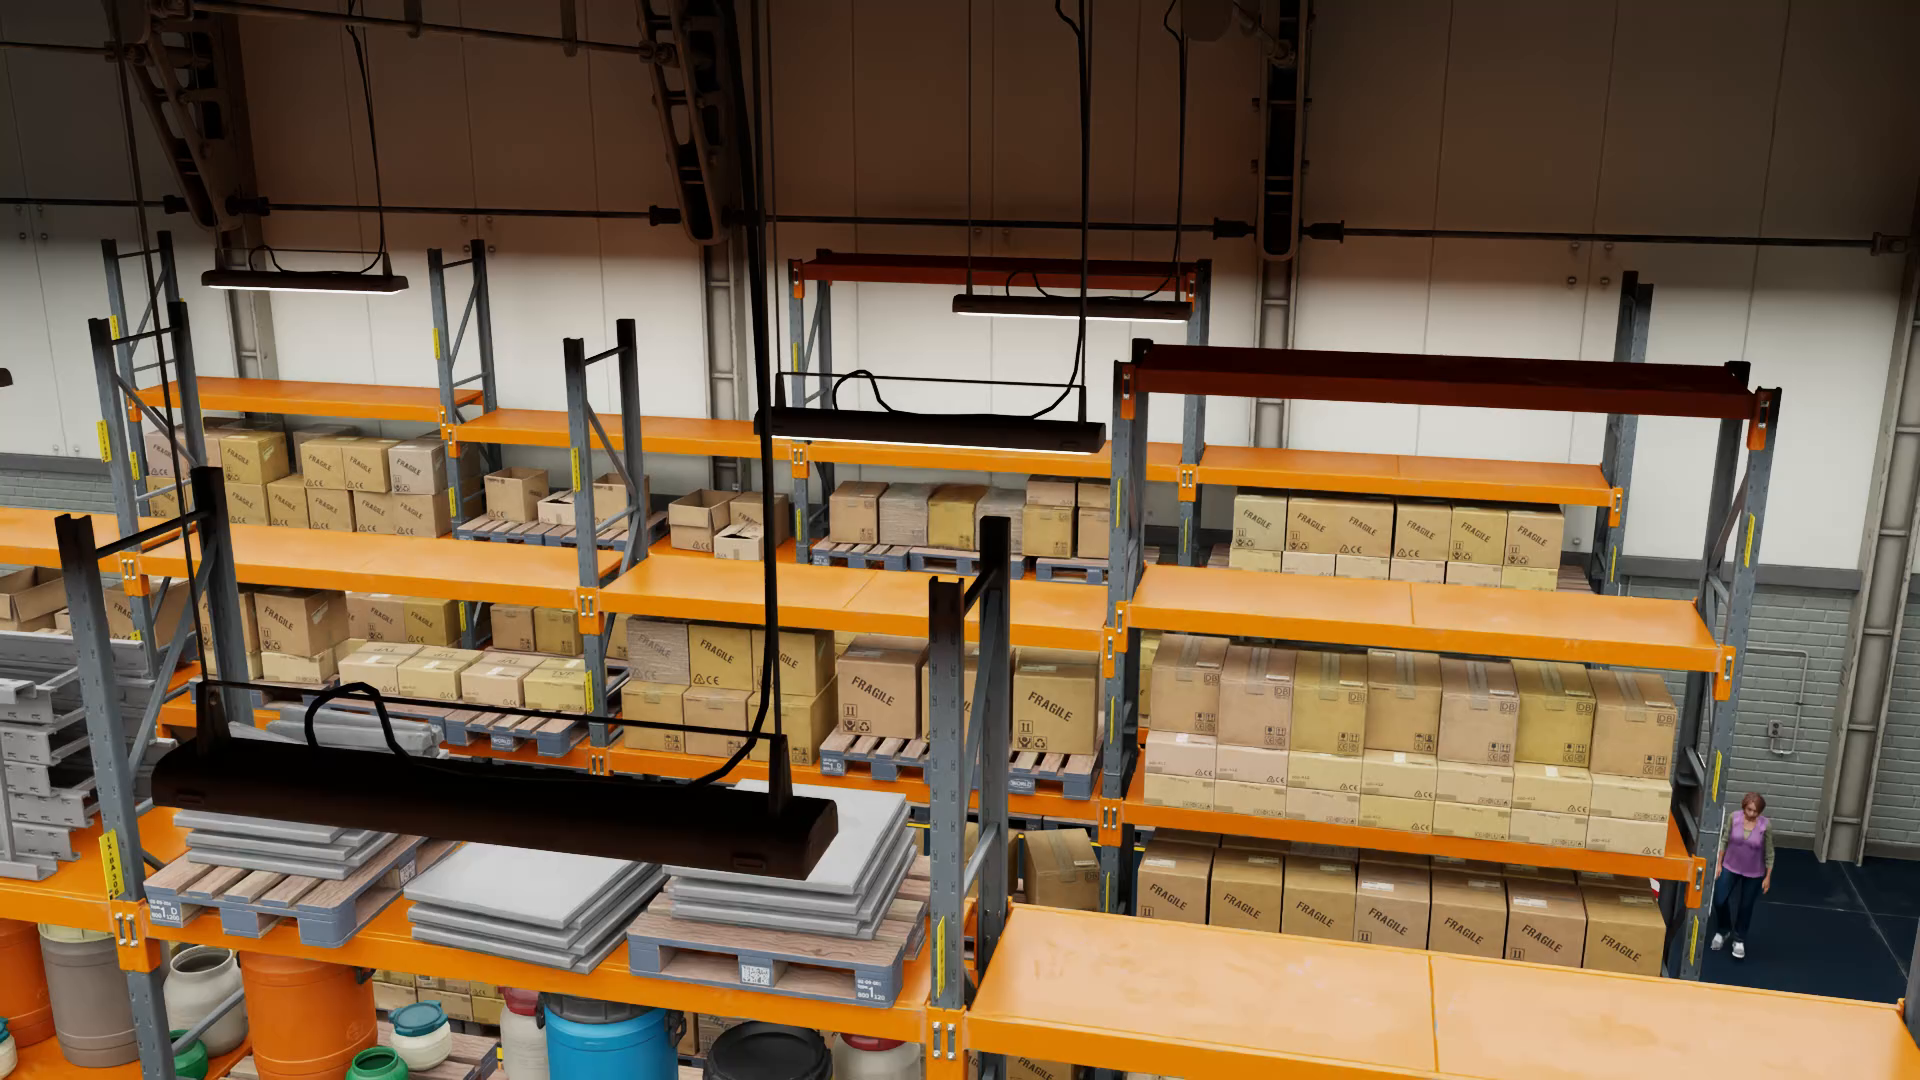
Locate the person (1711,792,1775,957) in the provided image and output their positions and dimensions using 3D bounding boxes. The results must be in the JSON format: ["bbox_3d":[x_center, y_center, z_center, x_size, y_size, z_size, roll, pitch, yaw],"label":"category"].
[{"bbox_3d":[7.126,3.041,15.136,0.478,1.628,0.355,10,19,31],"label":"person"}]
